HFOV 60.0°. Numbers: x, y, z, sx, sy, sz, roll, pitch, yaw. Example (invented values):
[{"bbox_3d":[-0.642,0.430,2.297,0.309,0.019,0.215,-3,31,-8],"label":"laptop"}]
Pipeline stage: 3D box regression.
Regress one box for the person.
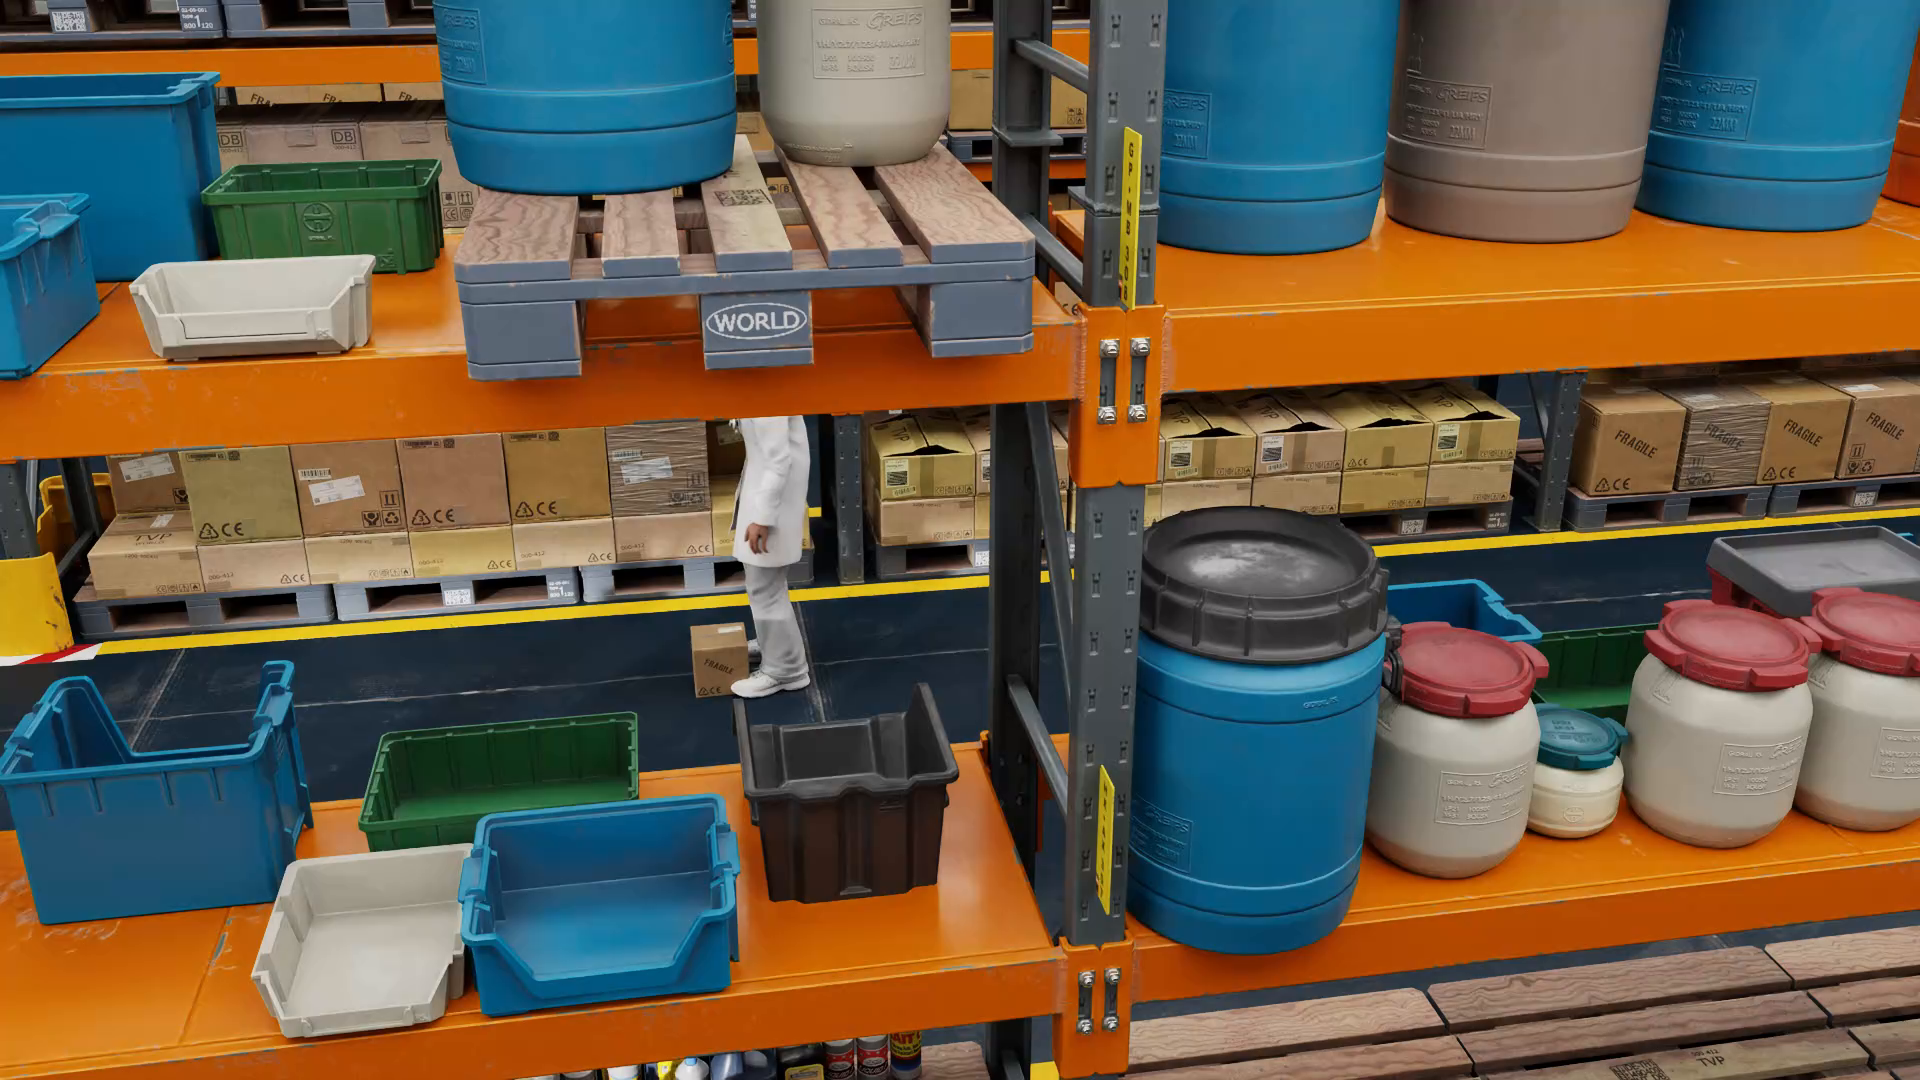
[{"bbox_3d":[-0.884,-0.167,7.509,0.424,1.774,0.644,-4,23,-9],"label":"person"}]
